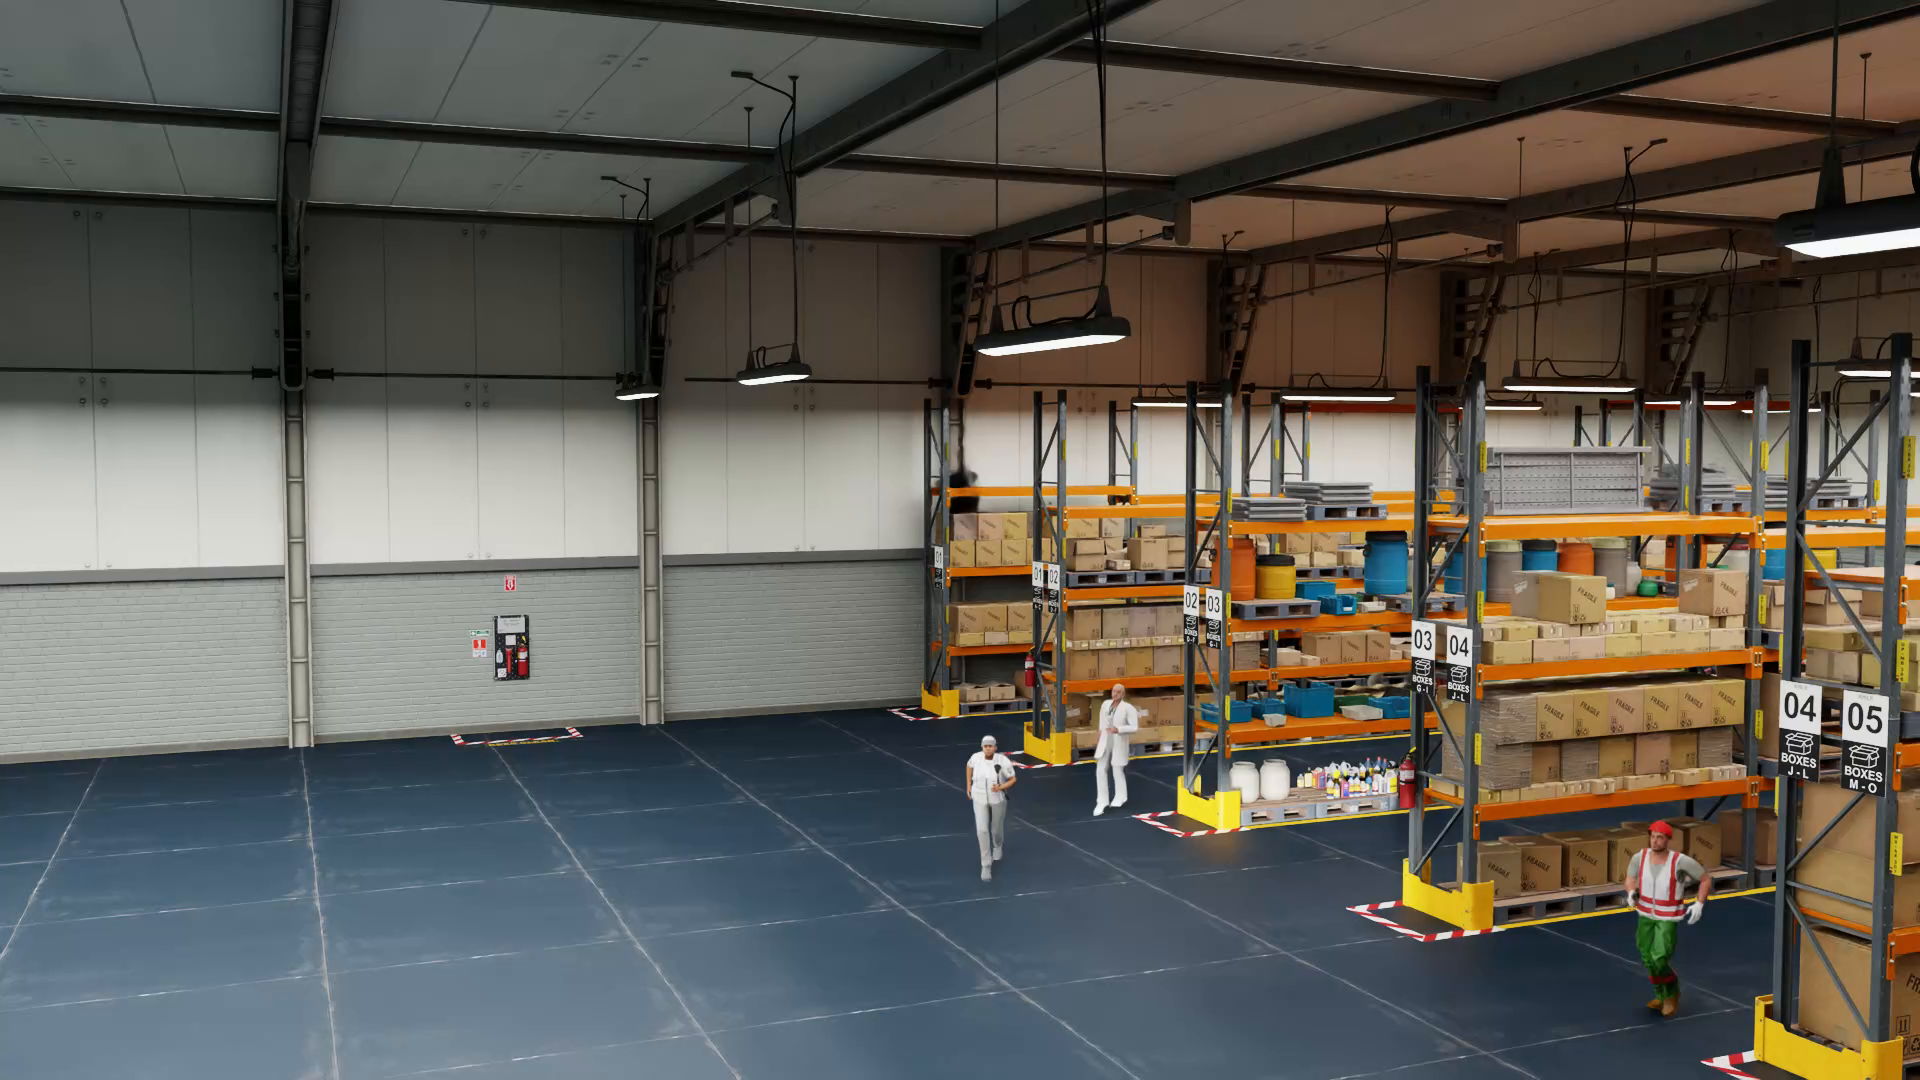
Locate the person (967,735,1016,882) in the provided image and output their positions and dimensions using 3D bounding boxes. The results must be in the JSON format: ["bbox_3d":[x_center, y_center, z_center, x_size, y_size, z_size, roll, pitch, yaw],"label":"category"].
[{"bbox_3d":[0.373,3.163,19.998,0.628,1.686,0.976,1,3,9],"label":"person"}]

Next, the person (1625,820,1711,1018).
[{"bbox_3d":[6.272,3.398,14.898,0.664,1.765,0.683,-3,5,-42],"label":"person"}]

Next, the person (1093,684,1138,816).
[{"bbox_3d":[2.186,2.914,23.240,0.688,1.824,0.773,2,4,28],"label":"person"}]

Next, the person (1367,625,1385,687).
[{"bbox_3d":[7.892,2.422,31.539,0.909,1.813,0.608,-1,4,-21],"label":"person"}]
